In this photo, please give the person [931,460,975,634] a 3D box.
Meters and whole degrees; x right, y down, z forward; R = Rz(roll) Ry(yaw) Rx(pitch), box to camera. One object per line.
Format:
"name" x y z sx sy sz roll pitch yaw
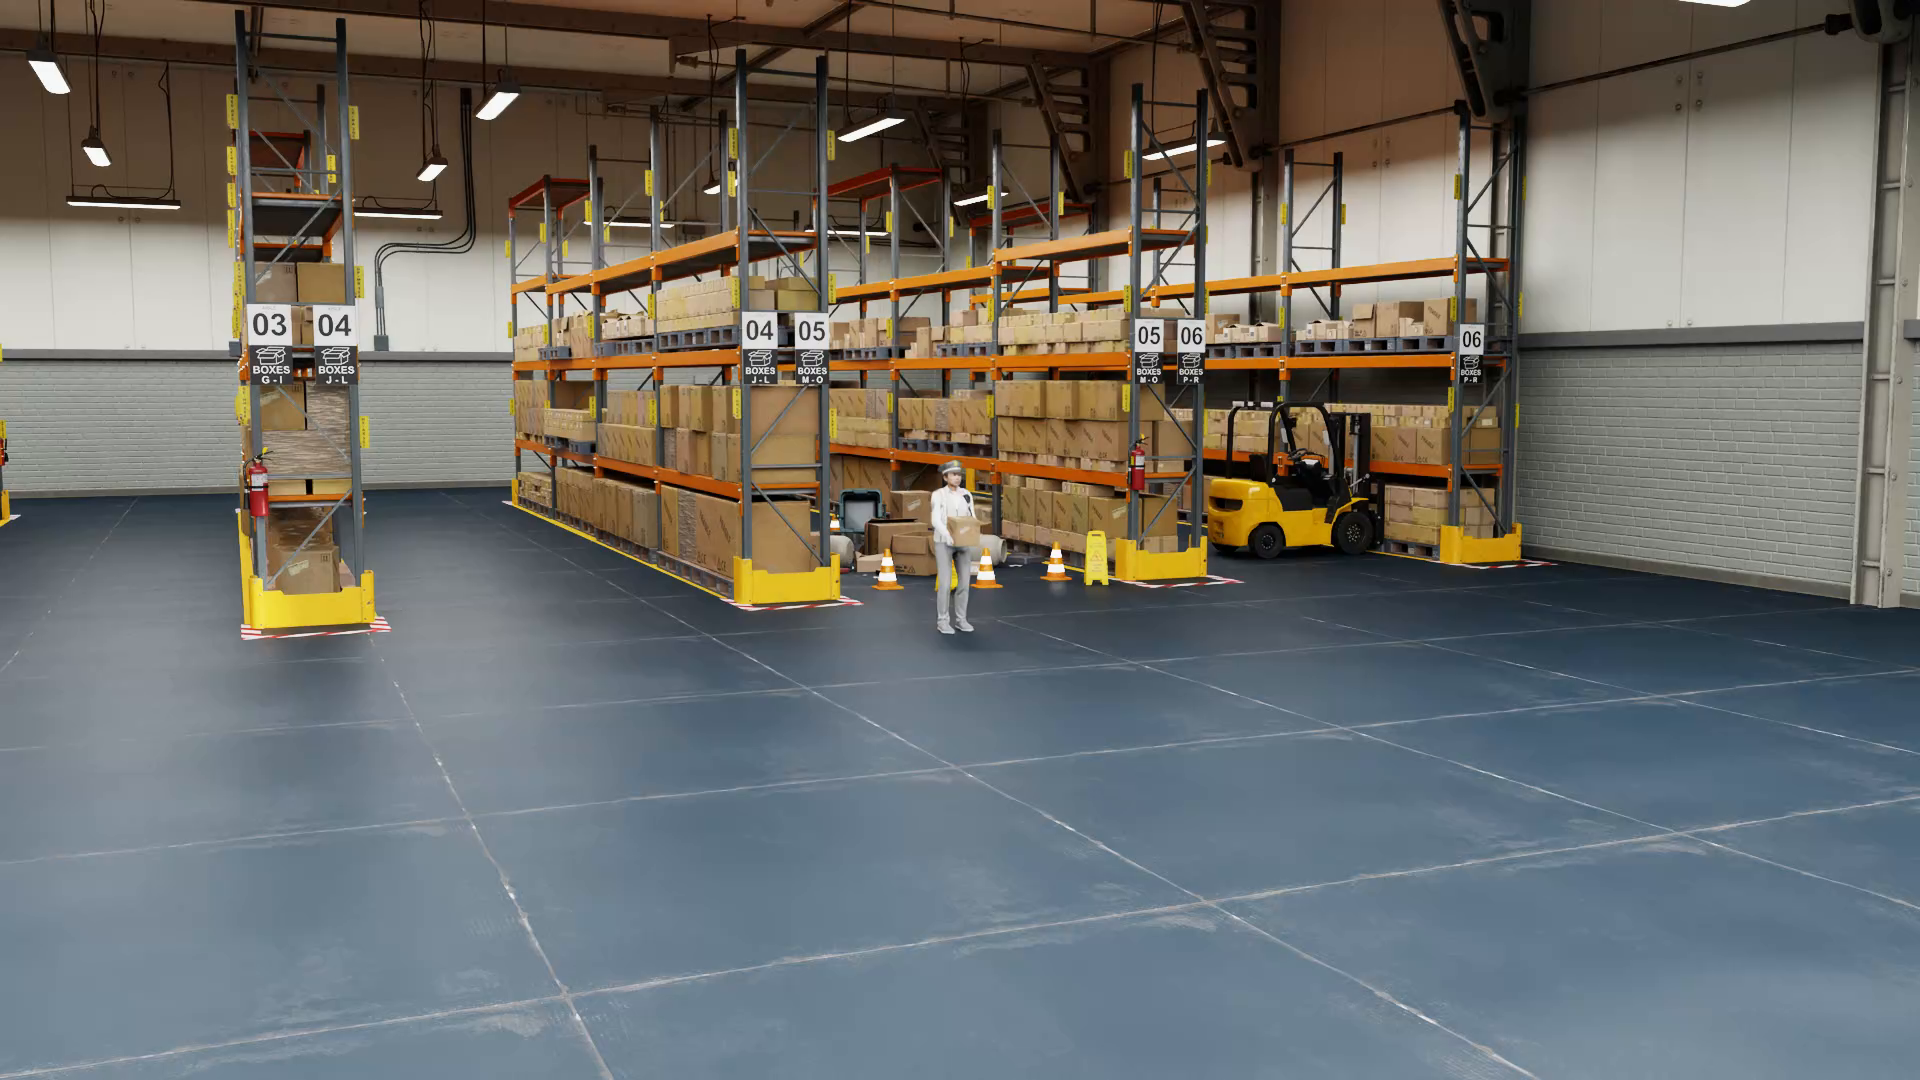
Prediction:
"person" -0.048 0.062 16.248 0.459 1.687 0.546 -2 6 -23
